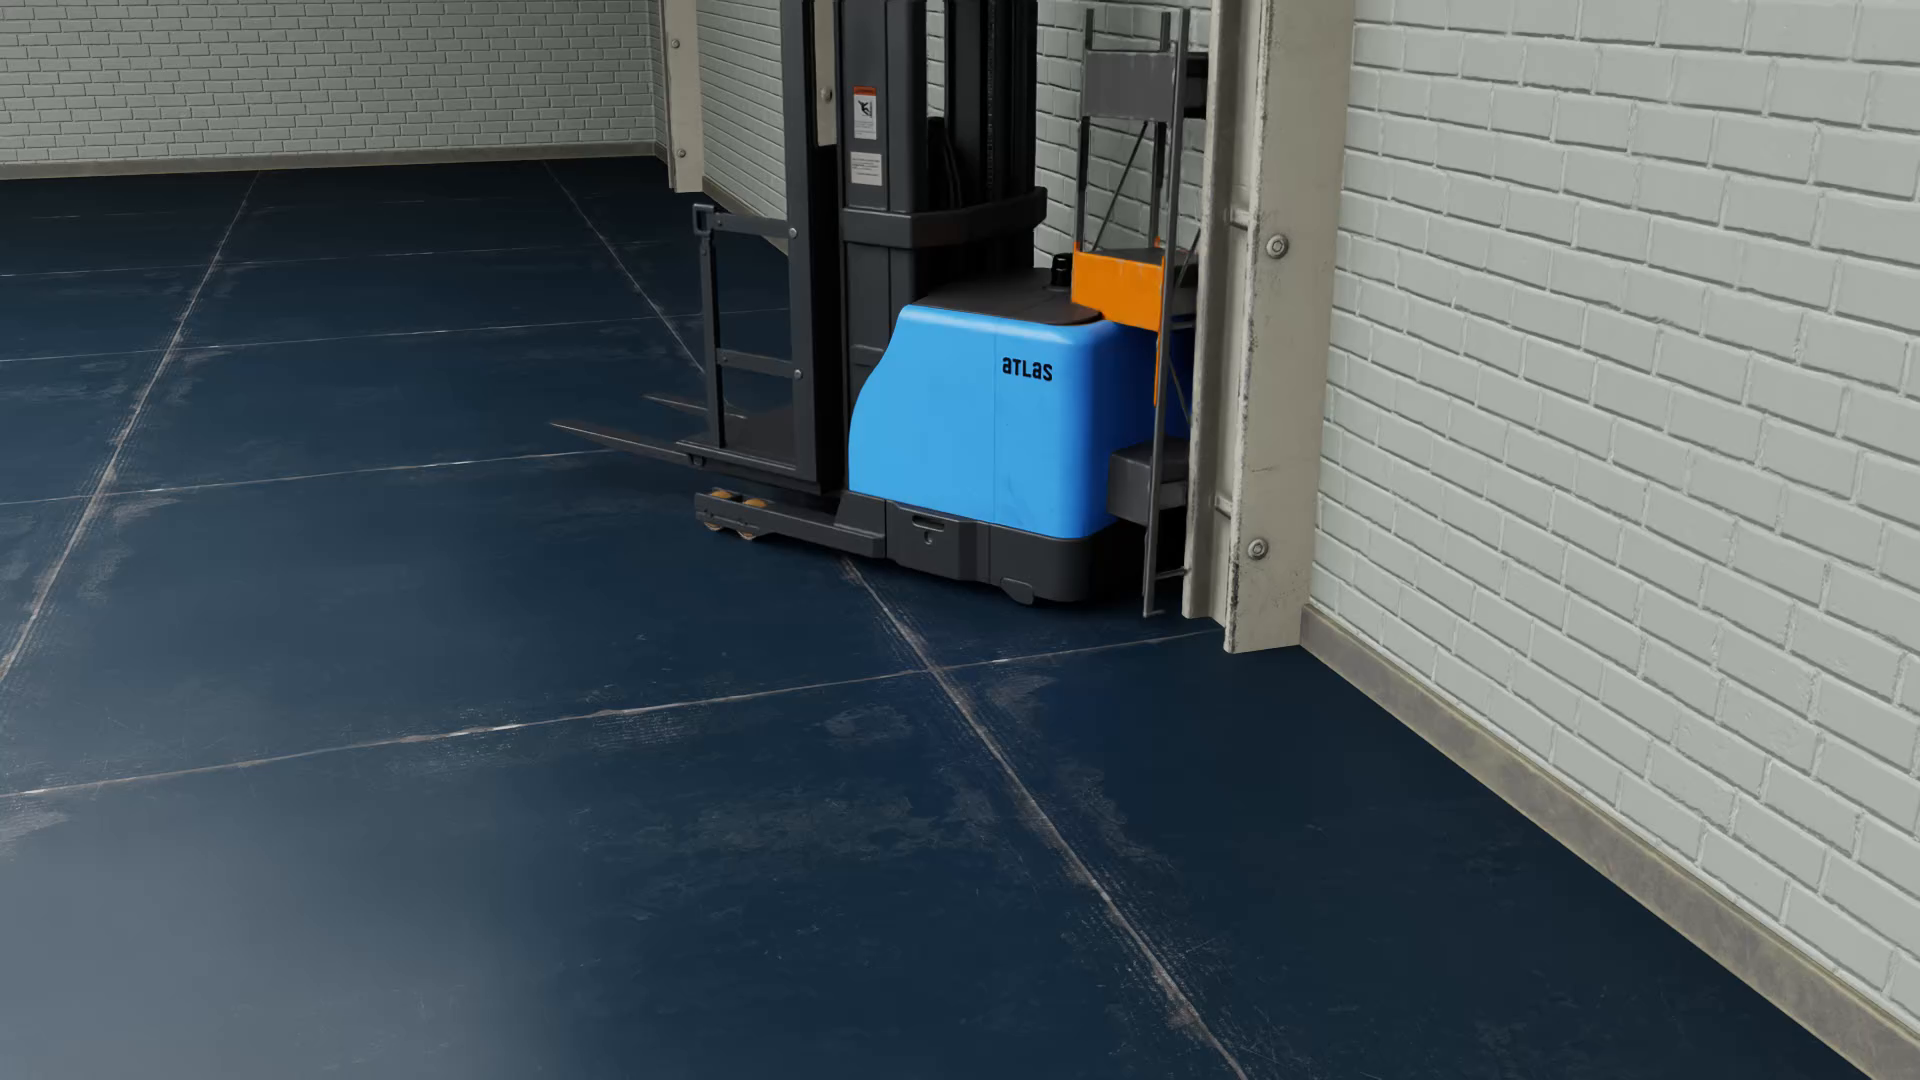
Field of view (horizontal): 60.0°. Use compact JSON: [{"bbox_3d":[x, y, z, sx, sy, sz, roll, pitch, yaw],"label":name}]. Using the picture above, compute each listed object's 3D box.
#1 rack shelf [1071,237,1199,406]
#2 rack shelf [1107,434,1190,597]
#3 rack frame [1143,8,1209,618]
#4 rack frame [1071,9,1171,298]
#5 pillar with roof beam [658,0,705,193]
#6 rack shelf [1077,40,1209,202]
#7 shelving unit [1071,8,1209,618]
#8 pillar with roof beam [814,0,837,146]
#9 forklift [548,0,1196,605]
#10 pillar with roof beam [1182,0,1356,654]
[{"bbox_3d":[0.713,-0.803,6.024,0.431,0.518,0.480,-10,20,-35],"label":"rack shelf"},{"bbox_3d":[0.695,-0.132,6.225,0.431,0.518,0.480,-10,20,-35],"label":"rack shelf"},{"bbox_3d":[0.856,-0.756,5.832,0.400,2.100,0.015,-10,20,-35],"label":"rack frame"},{"bbox_3d":[0.570,-0.876,6.209,0.400,2.100,0.015,-10,20,-35],"label":"rack frame"},{"bbox_3d":[-6.831,-7.311,13.958,9.100,9.000,0.400,-6,21,-17],"label":"pillar with roof beam"},{"bbox_3d":[0.731,-1.474,5.824,0.431,0.518,0.480,-10,20,-35],"label":"rack shelf"},{"bbox_3d":[0.713,-0.816,6.021,0.431,2.100,0.503,-10,20,-35],"label":"shelving unit"},{"bbox_3d":[-4.945,-5.385,8.597,9.100,9.000,0.400,-6,21,-17],"label":"pillar with roof beam"},{"bbox_3d":[-0.506,-1.512,6.791,3.031,2.935,1.130,14,24,33],"label":"forklift"},{"bbox_3d":[-3.059,-3.460,3.236,9.100,9.000,0.400,-6,21,-17],"label":"pillar with roof beam"}]
